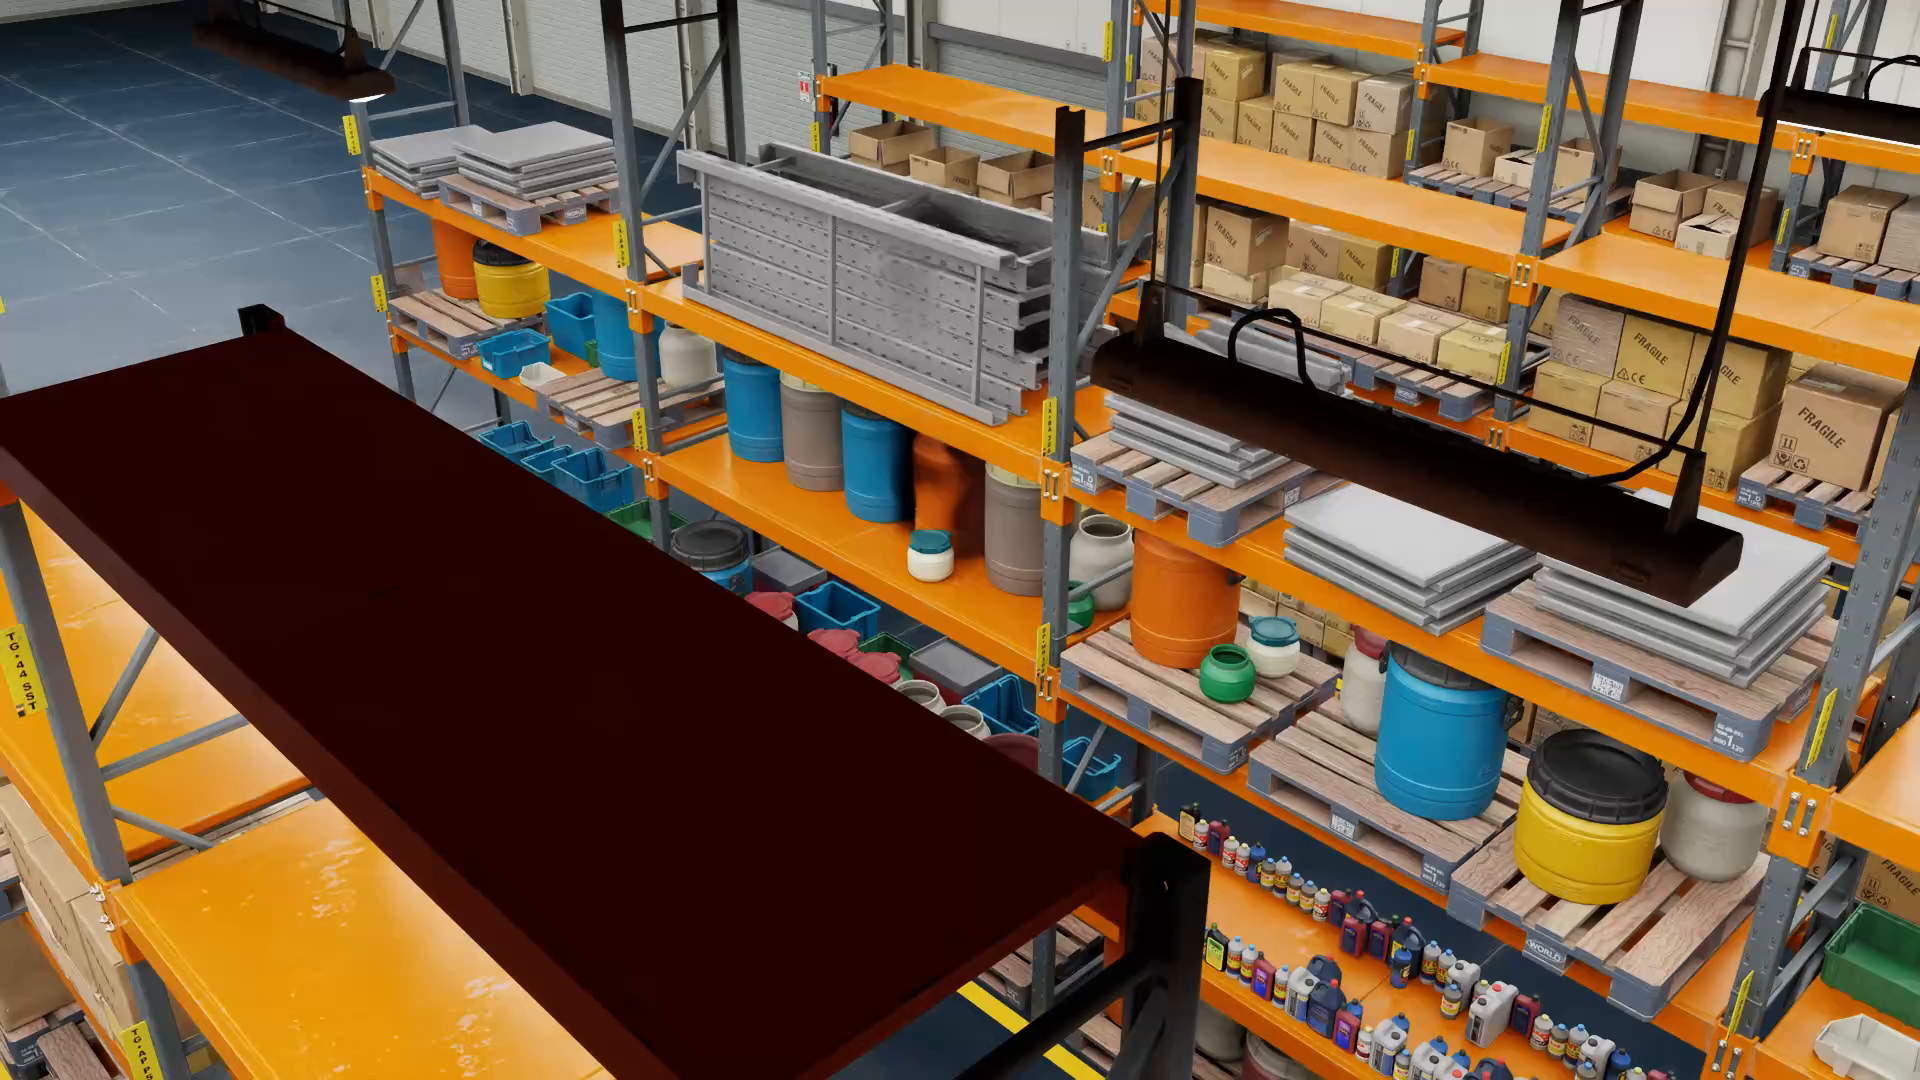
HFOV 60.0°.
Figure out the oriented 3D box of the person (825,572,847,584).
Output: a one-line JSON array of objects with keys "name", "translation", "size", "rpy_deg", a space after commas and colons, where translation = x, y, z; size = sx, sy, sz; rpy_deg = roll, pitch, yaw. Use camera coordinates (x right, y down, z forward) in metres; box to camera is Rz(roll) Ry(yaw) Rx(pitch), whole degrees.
[{"name": "person", "translation": [-1.505, -0.322, 15.883], "size": [0.816, 1.624, 0.639], "rpy_deg": [-2, 28, -3]}]
